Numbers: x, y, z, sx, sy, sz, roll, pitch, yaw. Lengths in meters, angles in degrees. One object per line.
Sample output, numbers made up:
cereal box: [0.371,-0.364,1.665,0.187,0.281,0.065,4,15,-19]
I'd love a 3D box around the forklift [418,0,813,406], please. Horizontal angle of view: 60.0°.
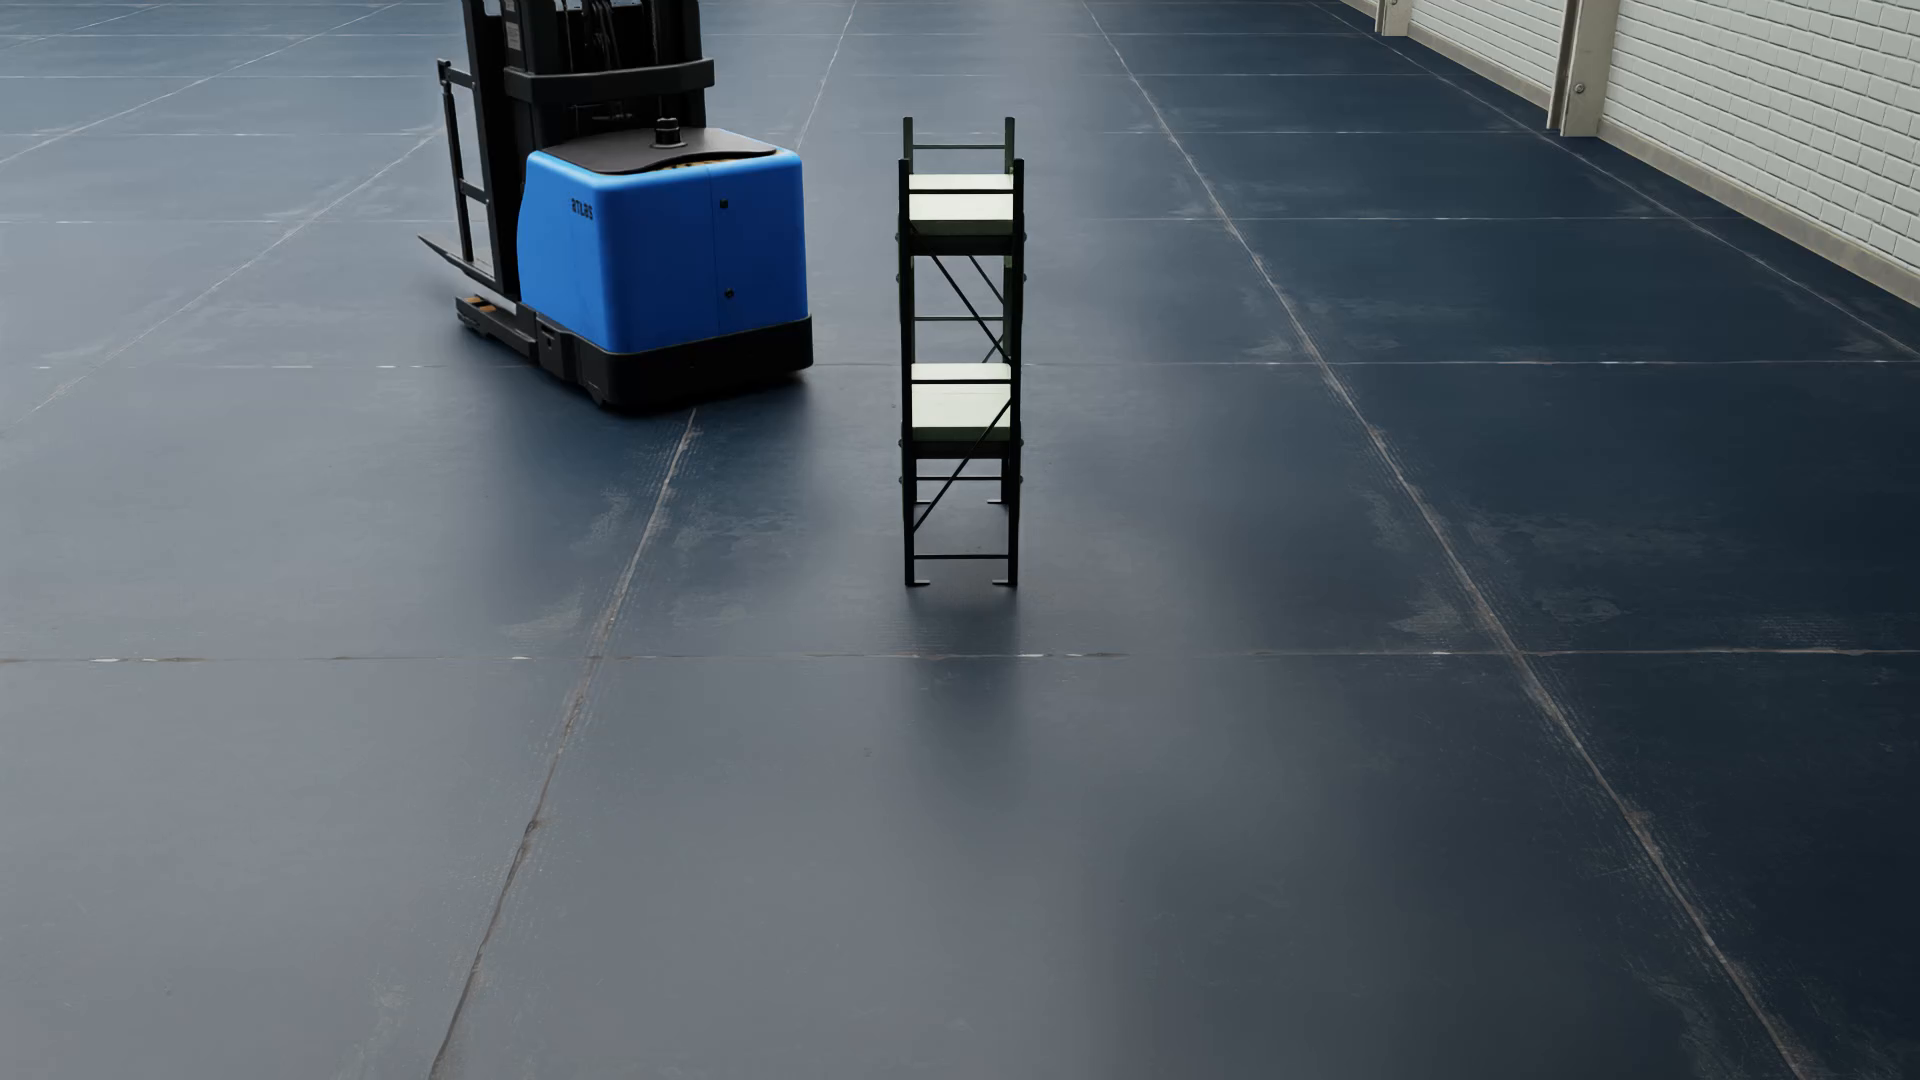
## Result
forklift: [-1.974,-2.479,8.175,1.130,2.935,3.031,-17,29,-32]

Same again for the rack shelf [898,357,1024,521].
rack shelf: [0.000,-0.384,6.069,0.431,0.370,0.720,0,24,-1]

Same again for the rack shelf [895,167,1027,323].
rack shelf: [0.000,-1.036,5.774,0.431,0.370,0.720,0,24,-1]

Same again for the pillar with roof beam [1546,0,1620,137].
pillar with roof beam: [0.733,-7.436,11.771,9.100,9.000,0.400,0,24,-1]

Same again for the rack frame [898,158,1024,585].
rack frame: [0.004,-0.530,5.601,0.400,1.500,0.023,0,24,-1]

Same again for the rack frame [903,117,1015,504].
rack frame: [-0.004,-0.831,6.268,0.400,1.500,0.023,0,24,-1]

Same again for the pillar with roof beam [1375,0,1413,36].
pillar with roof beam: [0.667,-9.908,17.238,9.100,9.000,0.400,0,24,-1]

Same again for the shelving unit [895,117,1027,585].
shelving unit: [0.000,-0.681,5.935,0.431,1.500,0.755,0,24,-1]
